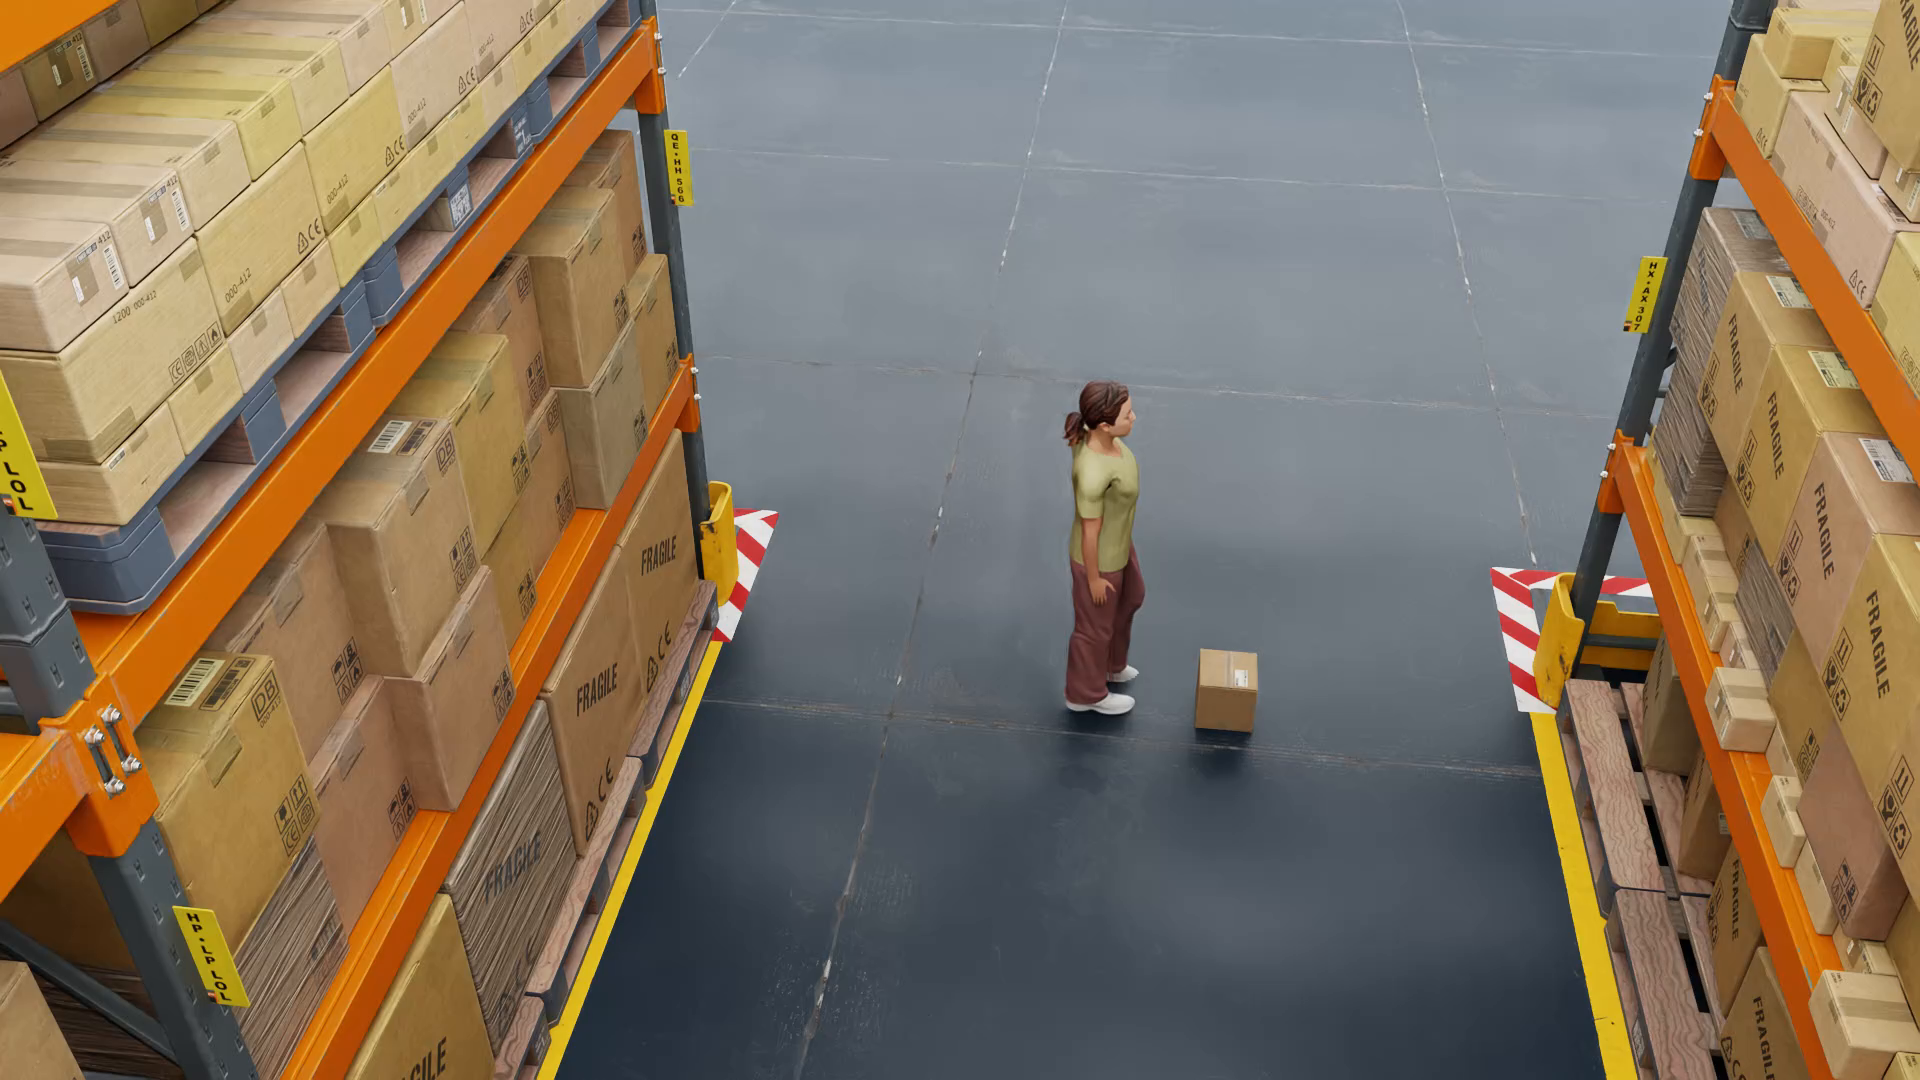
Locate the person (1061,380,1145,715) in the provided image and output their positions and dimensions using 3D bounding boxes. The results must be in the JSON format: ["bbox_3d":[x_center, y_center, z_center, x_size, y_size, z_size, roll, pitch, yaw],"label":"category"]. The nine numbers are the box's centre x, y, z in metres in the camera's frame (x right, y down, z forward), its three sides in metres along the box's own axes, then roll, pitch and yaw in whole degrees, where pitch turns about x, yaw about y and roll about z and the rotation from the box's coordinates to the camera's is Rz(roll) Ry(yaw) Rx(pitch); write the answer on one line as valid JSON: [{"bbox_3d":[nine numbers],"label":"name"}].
[{"bbox_3d":[0.602,0.060,6.978,0.401,1.717,0.501,4,36,5],"label":"person"}]
